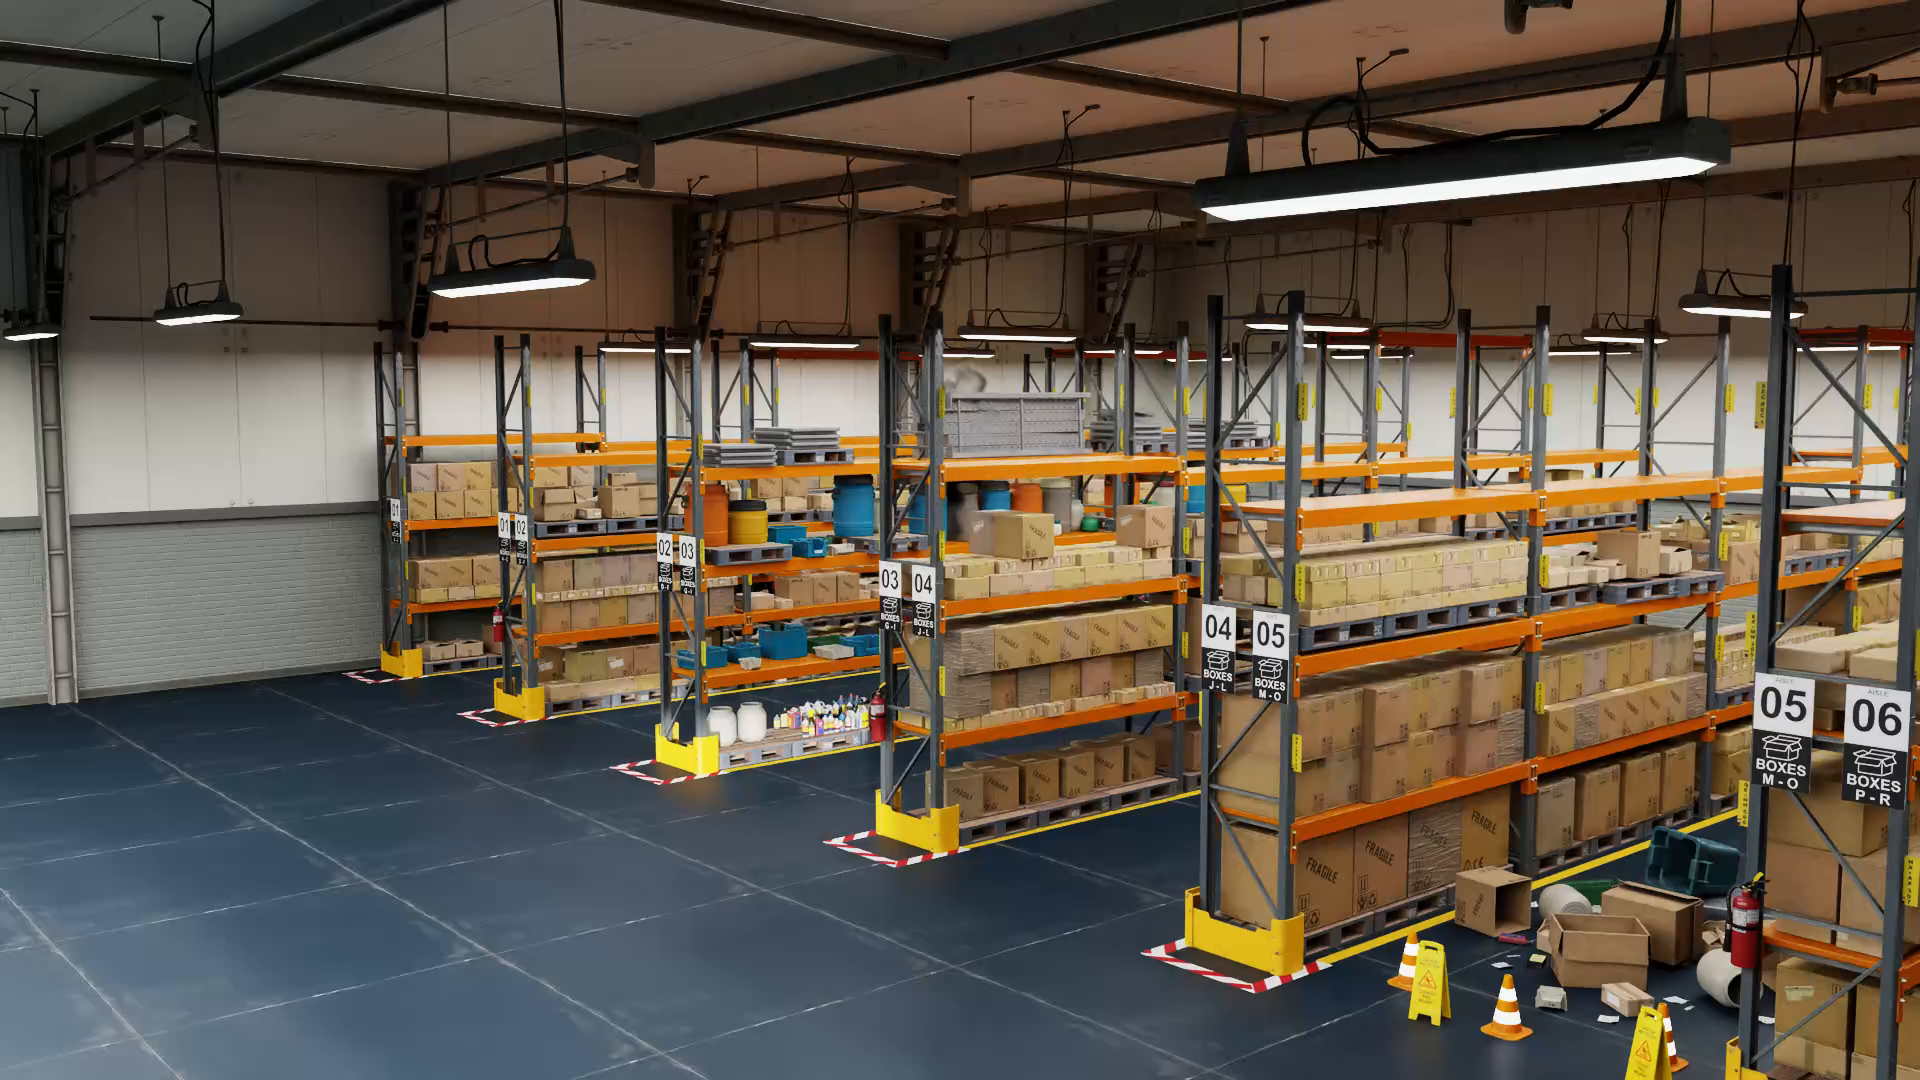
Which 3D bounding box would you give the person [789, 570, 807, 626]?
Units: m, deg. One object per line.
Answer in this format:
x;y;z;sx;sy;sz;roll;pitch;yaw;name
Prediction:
-3.034;1.409;31.933;0.819;1.738;0.656;-4;7;-38;person
